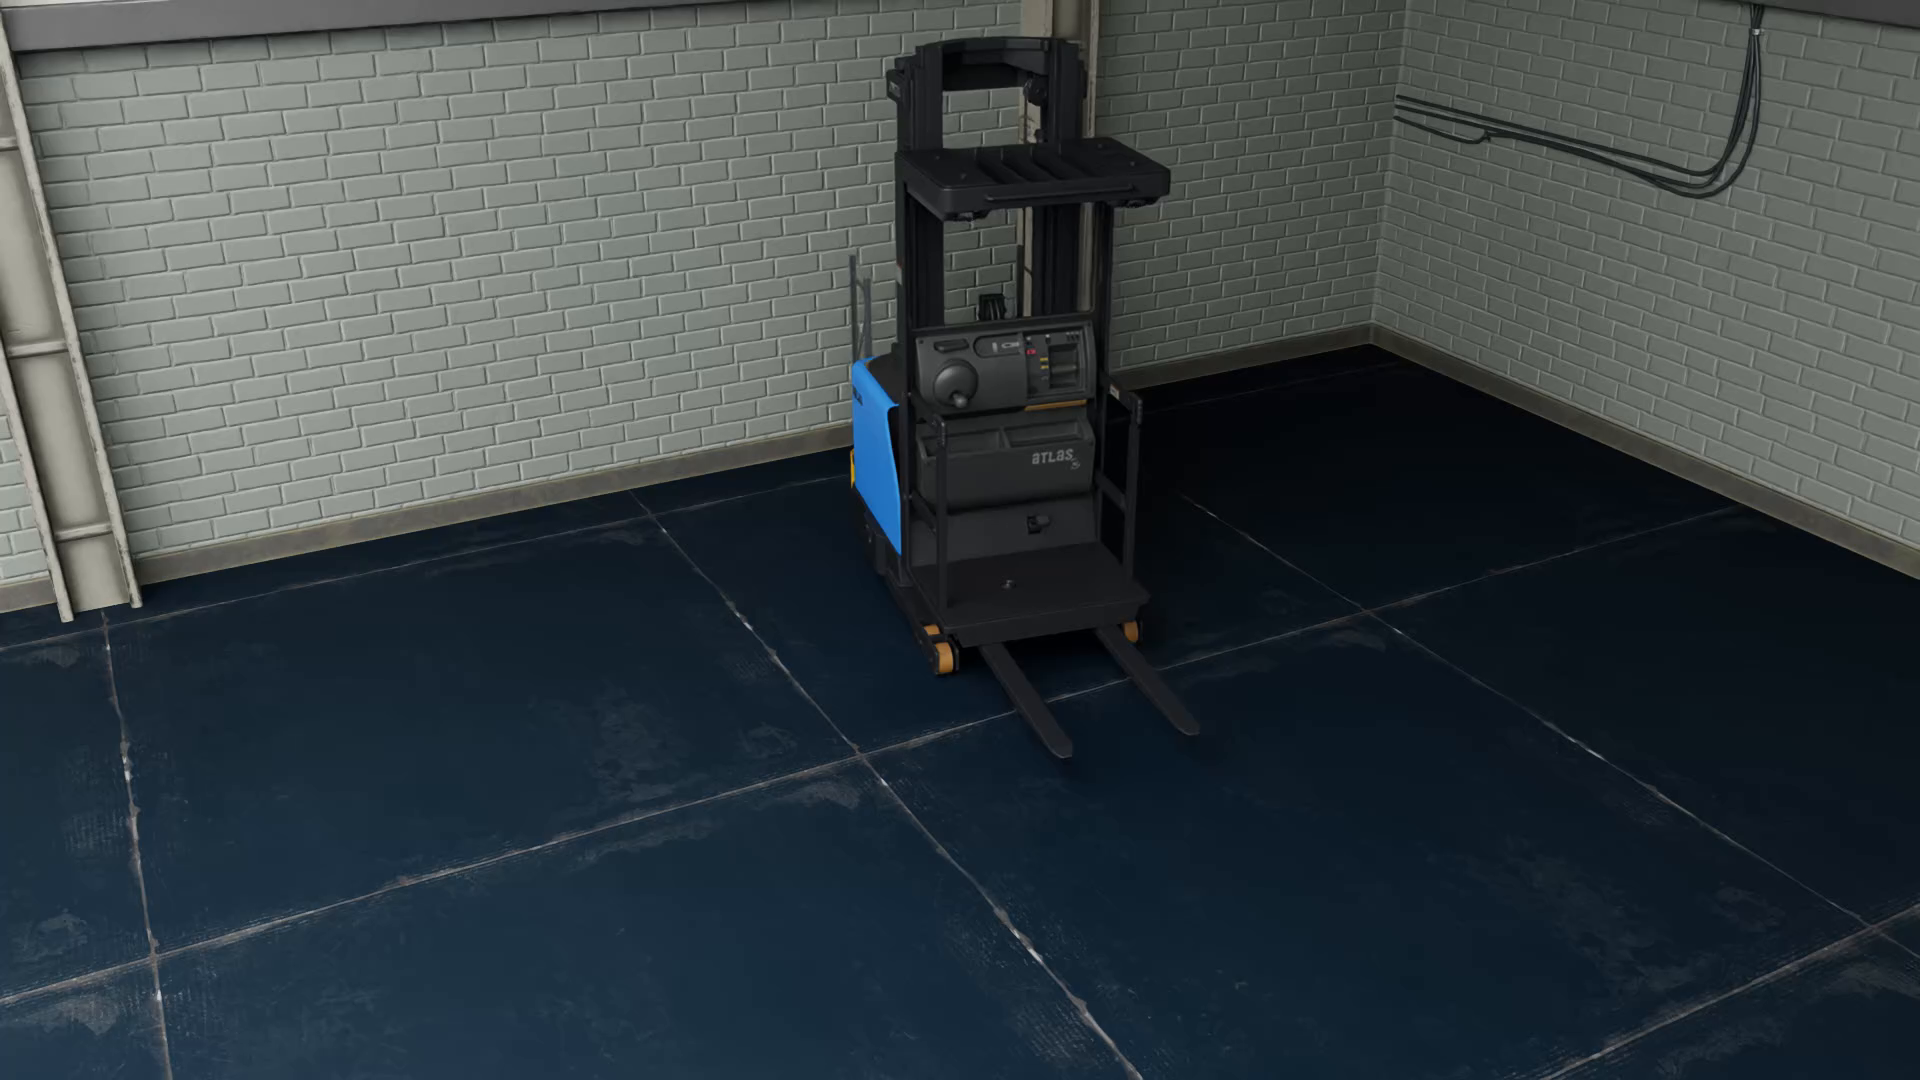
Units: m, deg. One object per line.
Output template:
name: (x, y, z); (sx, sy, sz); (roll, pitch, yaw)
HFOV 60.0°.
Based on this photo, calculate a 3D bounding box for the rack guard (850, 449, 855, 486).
rack guard: (-0.576, -0.332, 10.152); (0.087, 0.250, 0.587); (-6, 26, -12)

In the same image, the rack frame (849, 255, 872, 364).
rack frame: (-0.577, -0.895, 9.881); (0.032, 1.500, 0.500); (-6, 26, -12)

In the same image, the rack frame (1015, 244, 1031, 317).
rack frame: (0.411, -0.999, 10.097); (0.032, 1.500, 0.500); (-6, 26, -12)

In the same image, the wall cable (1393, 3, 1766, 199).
wall cable: (3.848, -3.634, 10.509); (0.112, 2.526, 3.097); (-13, 29, -25)

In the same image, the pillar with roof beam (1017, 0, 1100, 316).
pillar with roof beam: (2.652, -3.295, 6.215); (0.400, 9.000, 9.100); (-13, 29, -25)

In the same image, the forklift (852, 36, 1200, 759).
forklift: (0.301, -0.838, 8.109); (1.130, 2.935, 3.031); (-8, 27, -16)

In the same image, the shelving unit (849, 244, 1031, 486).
shelving unit: (-0.092, -0.946, 9.987); (1.083, 1.500, 0.587); (-6, 26, -12)

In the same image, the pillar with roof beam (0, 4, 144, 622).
pillar with roof beam: (-2.642, -2.072, 3.670); (0.400, 9.000, 9.100); (-13, 29, -25)
